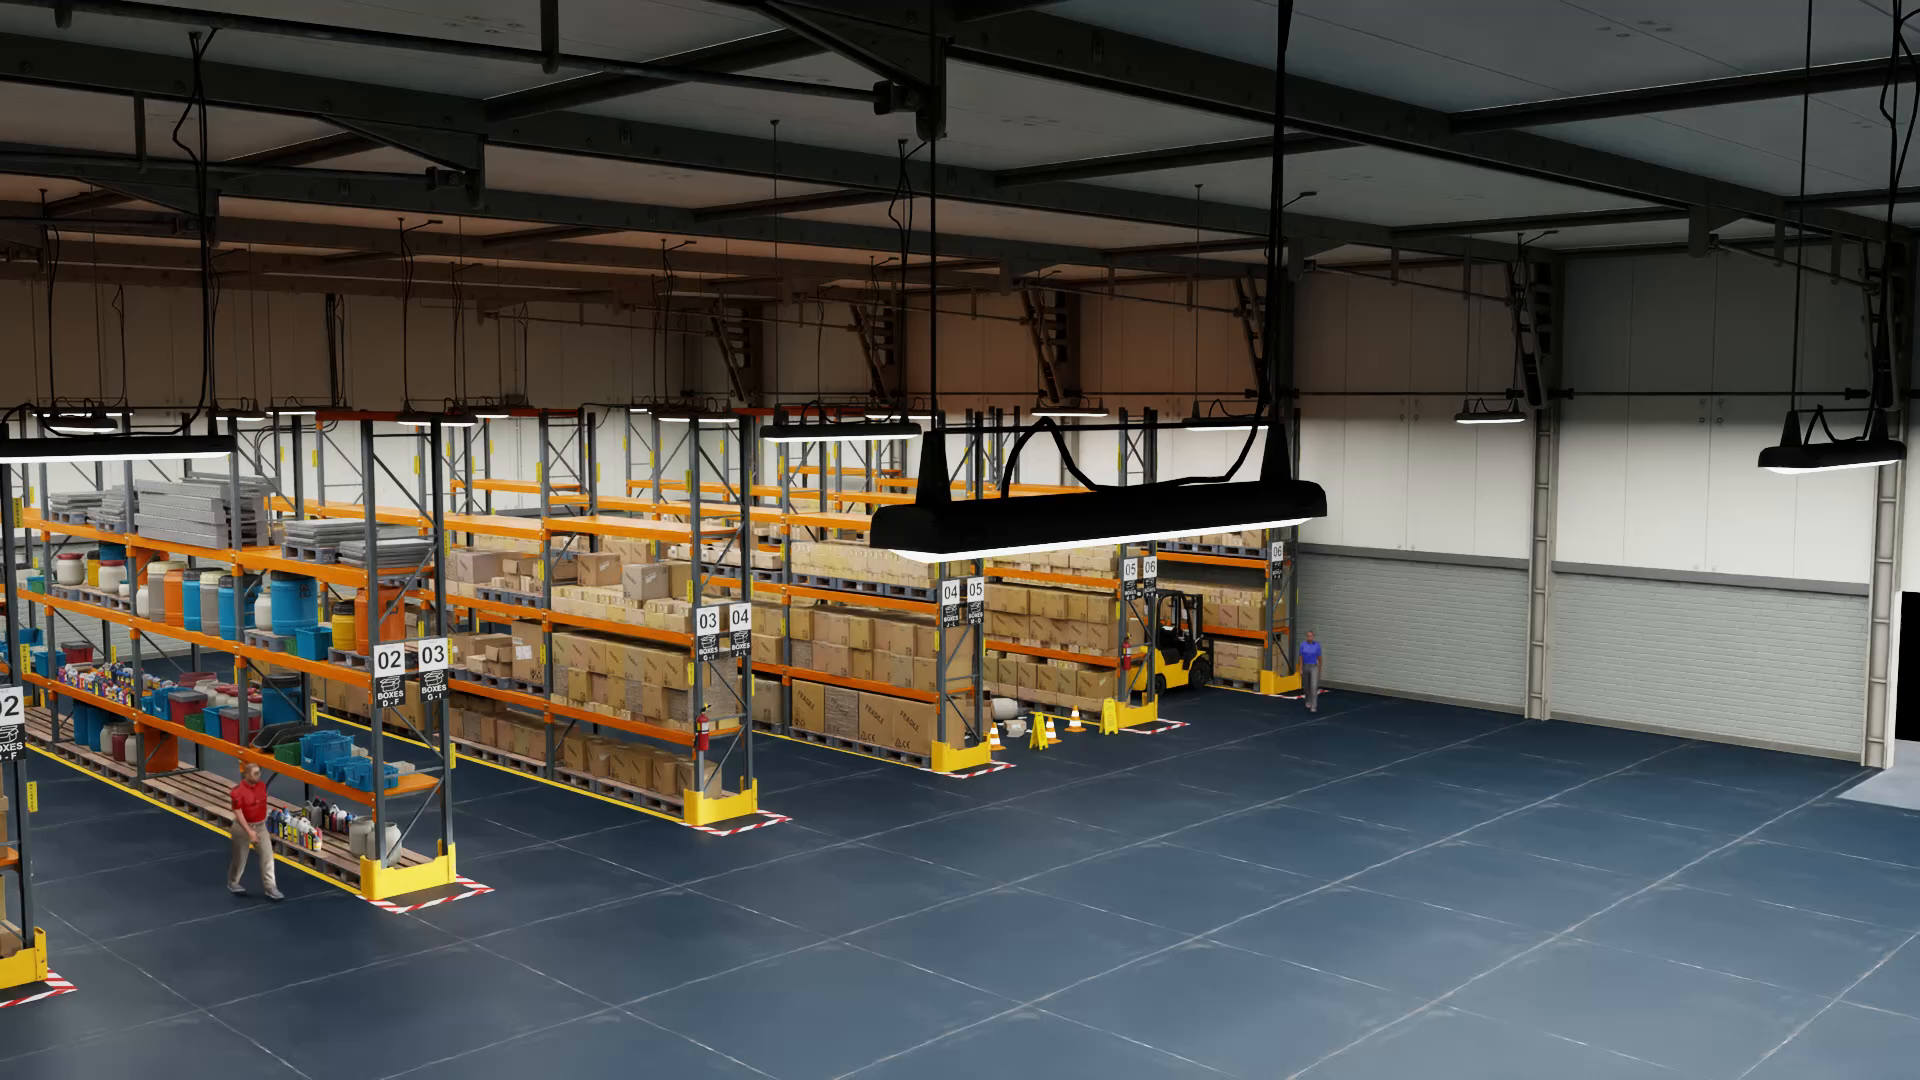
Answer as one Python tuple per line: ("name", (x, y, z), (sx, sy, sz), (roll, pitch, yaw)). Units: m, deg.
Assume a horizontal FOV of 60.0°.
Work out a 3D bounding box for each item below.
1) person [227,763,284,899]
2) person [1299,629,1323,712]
("person", (-8.868, 3.633, 20.890), (0.978, 1.670, 0.528), (3, 6, 32))
("person", (6.985, 2.597, 33.106), (0.455, 1.619, 0.840), (3, 6, 28))
